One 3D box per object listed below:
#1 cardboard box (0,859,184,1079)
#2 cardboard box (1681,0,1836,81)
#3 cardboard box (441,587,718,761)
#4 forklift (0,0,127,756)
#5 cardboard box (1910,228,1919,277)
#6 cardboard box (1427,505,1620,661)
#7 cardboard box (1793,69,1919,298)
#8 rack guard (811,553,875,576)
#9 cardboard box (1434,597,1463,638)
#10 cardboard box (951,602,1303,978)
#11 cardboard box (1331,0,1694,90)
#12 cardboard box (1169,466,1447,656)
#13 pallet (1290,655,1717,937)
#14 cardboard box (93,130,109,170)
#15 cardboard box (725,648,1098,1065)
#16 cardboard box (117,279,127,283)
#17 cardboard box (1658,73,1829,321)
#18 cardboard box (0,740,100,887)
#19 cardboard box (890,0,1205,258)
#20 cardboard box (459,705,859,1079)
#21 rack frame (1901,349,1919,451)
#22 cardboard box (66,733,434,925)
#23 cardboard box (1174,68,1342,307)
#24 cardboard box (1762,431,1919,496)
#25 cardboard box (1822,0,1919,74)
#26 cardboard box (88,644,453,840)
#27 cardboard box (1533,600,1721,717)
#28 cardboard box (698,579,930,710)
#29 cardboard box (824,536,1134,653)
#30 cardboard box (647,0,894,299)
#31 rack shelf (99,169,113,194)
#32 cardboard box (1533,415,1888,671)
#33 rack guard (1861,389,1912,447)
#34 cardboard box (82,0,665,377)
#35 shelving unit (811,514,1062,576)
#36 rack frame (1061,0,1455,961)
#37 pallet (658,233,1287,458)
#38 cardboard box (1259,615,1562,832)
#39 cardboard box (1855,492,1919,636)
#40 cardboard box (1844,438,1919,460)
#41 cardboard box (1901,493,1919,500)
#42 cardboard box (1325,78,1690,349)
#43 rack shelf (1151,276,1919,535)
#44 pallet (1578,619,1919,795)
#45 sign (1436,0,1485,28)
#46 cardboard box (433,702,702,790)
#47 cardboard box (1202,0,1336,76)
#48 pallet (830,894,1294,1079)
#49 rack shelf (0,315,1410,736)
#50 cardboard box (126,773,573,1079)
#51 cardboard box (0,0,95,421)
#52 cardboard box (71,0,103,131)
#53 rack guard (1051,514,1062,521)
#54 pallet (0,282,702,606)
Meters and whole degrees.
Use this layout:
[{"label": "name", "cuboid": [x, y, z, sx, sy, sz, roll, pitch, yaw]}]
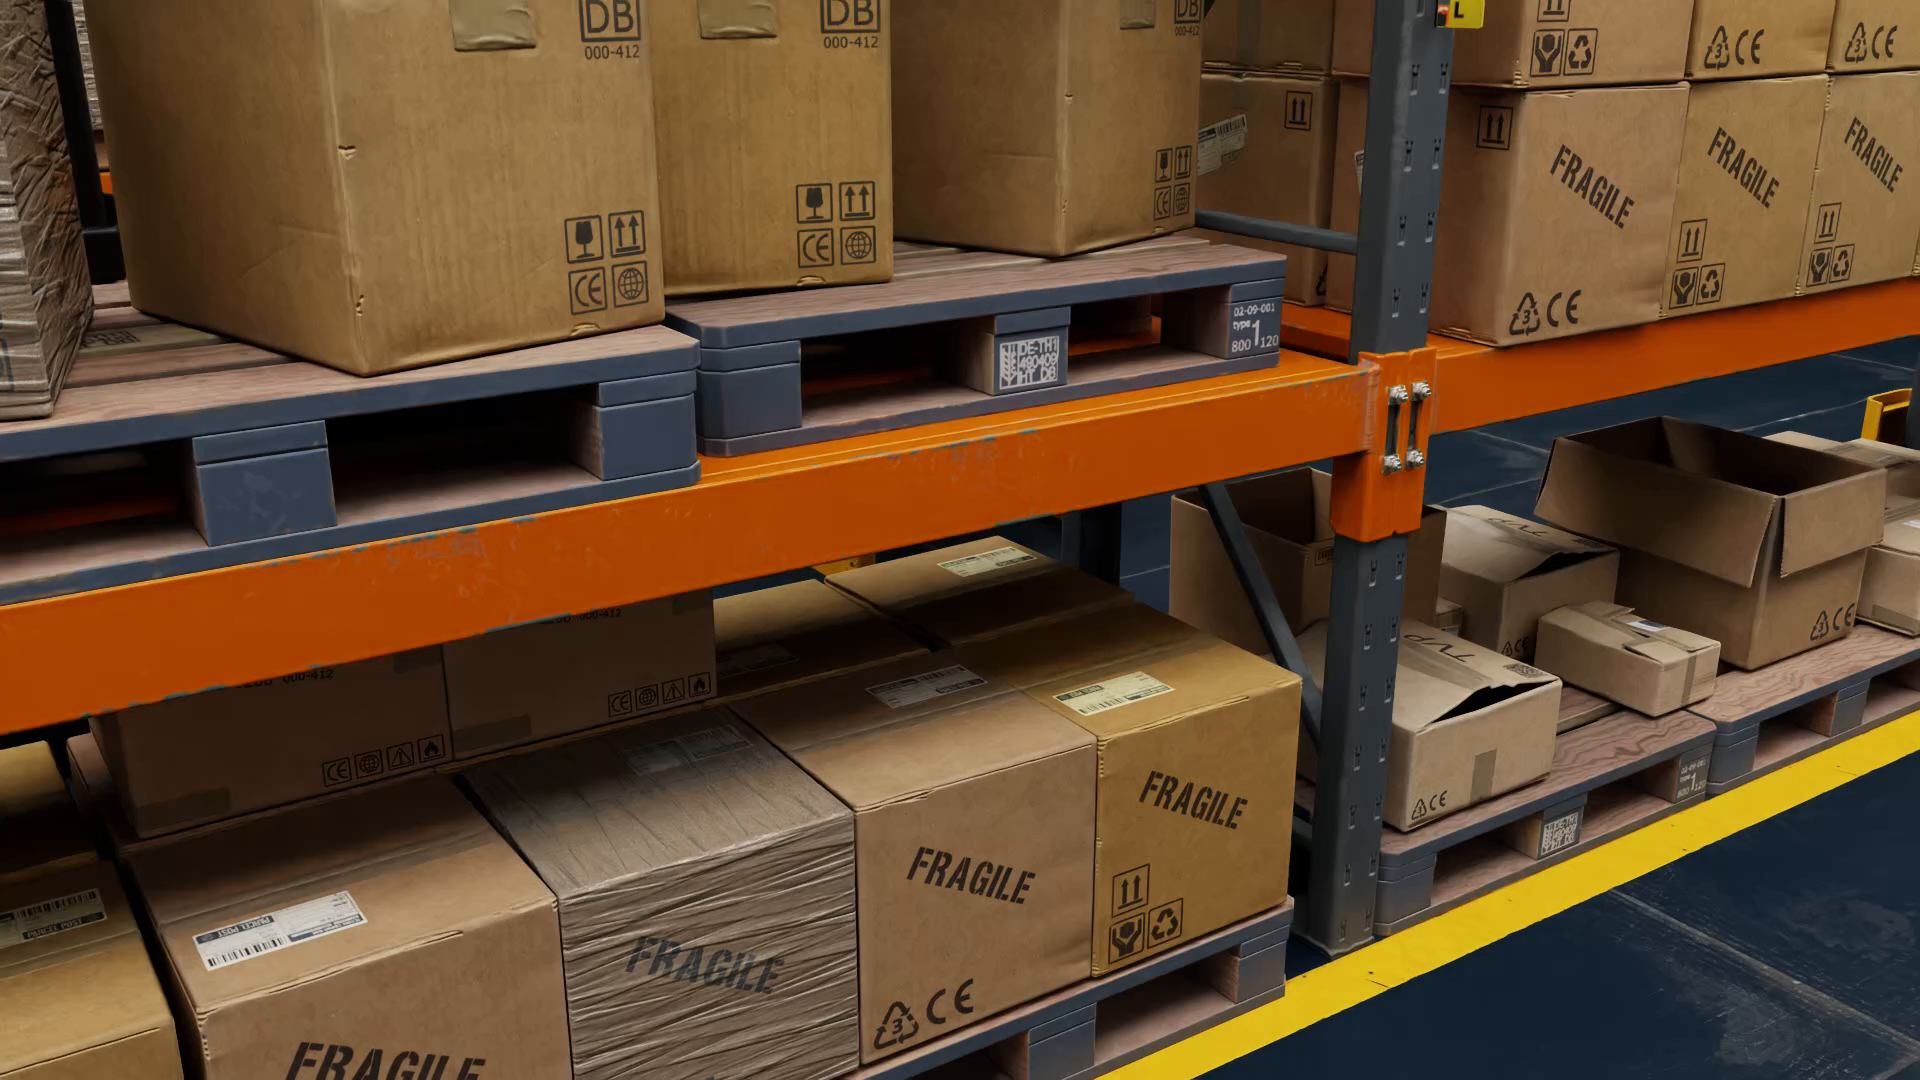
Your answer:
[{"label": "cardboard box", "cuboid": [-1.371, 0.835, 2.309, 0.500, 0.500, 0.500, -12, 22, -32]}, {"label": "cardboard box", "cuboid": [1.555, -1.281, 3.633, 0.500, 0.500, 0.500, -13, 22, -33]}, {"label": "cardboard box", "cuboid": [-0.797, 0.155, 3.147, 0.500, 0.250, 0.500, -12, 22, -31]}, {"label": "forklift", "cuboid": [-2.971, -0.849, 4.181, 3.031, 2.935, 1.130, -11, 21, -29]}, {"label": "cardboard box", "cuboid": [2.421, -0.994, 4.346, 0.500, 0.500, 0.500, -12, 22, -32]}, {"label": "cardboard box", "cuboid": [1.522, 0.096, 4.790, 0.500, 0.311, 0.500, -12, 22, -31]}, {"label": "cardboard box", "cuboid": [1.997, -0.904, 4.079, 0.500, 0.500, 0.500, -12, 22, -32]}, {"label": "rack guard", "cuboid": [-0.480, -0.017, 5.906, 0.087, 0.250, 0.587, -12, 22, -31]}, {"label": "cardboard box", "cuboid": [1.176, 0.222, 4.668, 0.250, 0.149, 0.380, -12, 22, -31]}, {"label": "cardboard box", "cuboid": [0.322, 0.478, 3.363, 0.500, 0.500, 0.500, -12, 22, -32]}, {"label": "cardboard box", "cuboid": [1.124, -1.190, 3.364, 0.500, 0.500, 0.500, -11, 22, -30]}, {"label": "cardboard box", "cuboid": [0.896, 0.138, 4.369, 0.500, 0.500, 0.500, -12, 22, -31]}, {"label": "pallet", "cuboid": [1.150, 0.539, 4.321, 1.213, 0.211, 1.003, -12, 22, -31]}, {"label": "cardboard box", "cuboid": [-3.363, -1.529, 6.444, 0.250, 0.149, 0.380, -13, 22, -33]}, {"label": "cardboard box", "cuboid": [-0.096, 0.563, 3.112, 0.500, 0.500, 0.500, -12, 22, -31]}, {"label": "cardboard box", "cuboid": [-3.363, -0.860, 6.805, 0.750, 0.750, 0.750, -11, 22, -30]}, {"label": "cardboard box", "cuboid": [1.578, -0.817, 3.821, 0.500, 0.500, 0.500, -11, 22, -30]}, {"label": "cardboard box", "cuboid": [-1.680, 0.700, 2.706, 0.500, 0.500, 0.500, -13, 23, -33]}, {"label": "cardboard box", "cuboid": [0.058, -0.884, 3.364, 0.700, 0.500, 0.500, 14, 23, 35]}, {"label": "cardboard box", "cuboid": [-0.515, 0.651, 2.852, 0.500, 0.500, 0.500, -12, 22, -31]}, {"label": "rack frame", "cuboid": [3.917, -1.366, 5.601, 0.127, 3.000, 1.000, -12, 22, -31]}, {"label": "cardboard box", "cuboid": [-1.245, 0.606, 2.984, 0.500, 0.500, 0.500, -13, 23, -33]}, {"label": "cardboard box", "cuboid": [0.853, -0.865, 3.965, 0.500, 0.500, 0.500, -11, 22, -31]}, {"label": "cardboard box", "cuboid": [2.889, -0.164, 5.652, 0.500, 0.250, 0.500, -12, 22, -31]}, {"label": "cardboard box", "cuboid": [1.985, -1.372, 3.901, 0.500, 0.500, 0.500, -13, 22, -33]}, {"label": "cardboard box", "cuboid": [-1.216, 0.244, 2.885, 0.500, 0.250, 0.500, -12, 22, -32]}, {"label": "cardboard box", "cuboid": [1.763, 0.301, 4.407, 0.250, 0.166, 0.380, -12, 22, -31]}, {"label": "cardboard box", "cuboid": [-0.401, 0.431, 3.501, 0.500, 0.500, 0.500, -12, 22, -31]}, {"label": "cardboard box", "cuboid": [0.038, 0.334, 3.788, 0.500, 0.500, 0.500, -13, 23, -34]}, {"label": "cardboard box", "cuboid": [-0.482, -0.746, 2.956, 0.500, 0.500, 0.700, -8, 20, -23]}, {"label": "rack shelf", "cuboid": [-3.822, -1.293, 6.508, 4.000, 0.370, 1.077, -12, 22, -31]}, {"label": "cardboard box", "cuboid": [2.142, -0.019, 4.830, 0.637, 0.503, 0.797, -12, 22, -31]}, {"label": "rack guard", "cuboid": [3.853, -0.168, 5.962, 0.348, 0.500, 1.175, -12, 22, -31]}, {"label": "cardboard box", "cuboid": [-0.865, -0.580, 2.465, 0.700, 0.500, 0.500, 16, 24, 39]}, {"label": "shelving unit", "cuboid": [-0.064, -0.697, 5.965, 1.083, 1.500, 0.587, -12, 22, -31]}, {"label": "rack frame", "cuboid": [0.576, -0.661, 3.517, 0.127, 3.000, 1.000, -12, 22, -31]}, {"label": "pallet", "cuboid": [-0.151, -0.459, 3.218, 1.213, 0.211, 1.003, -12, 22, -31]}, {"label": "cardboard box", "cuboid": [1.046, 0.388, 3.925, 0.500, 0.311, 0.500, -12, 22, -31]}, {"label": "cardboard box", "cuboid": [2.788, 0.049, 5.022, 0.500, 0.250, 0.500, -12, 22, -31]}, {"label": "cardboard box", "cuboid": [3.378, -0.242, 6.041, 0.250, 0.149, 0.380, -12, 22, -31]}, {"label": "cardboard box", "cuboid": [3.211, -0.023, 5.367, 0.250, 0.166, 0.380, -12, 22, -31]}, {"label": "cardboard box", "cuboid": [1.152, -0.726, 3.551, 0.500, 0.500, 0.500, -11, 22, -30]}, {"label": "rack shelf", "cuboid": [2.247, -0.673, 4.675, 4.000, 0.370, 1.077, -12, 22, -31]}, {"label": "pallet", "cuboid": [2.170, 0.323, 4.961, 1.213, 0.211, 1.003, -12, 22, -31]}, {"label": "sign", "cuboid": [0.884, -1.062, 2.895, 0.005, 0.325, 0.100, -12, 22, -31]}, {"label": "cardboard box", "cuboid": [-0.823, 0.517, 3.247, 0.500, 0.500, 0.500, -12, 22, -31]}, {"label": "cardboard box", "cuboid": [0.856, -1.341, 3.810, 0.500, 0.500, 0.500, -12, 22, -31]}, {"label": "pallet", "cuboid": [-0.082, 0.813, 3.510, 1.213, 0.211, 1.003, -12, 22, -31]}, {"label": "rack shelf", "cuboid": [-1.094, 0.032, 2.591, 4.000, 0.370, 1.077, -12, 22, -31]}, {"label": "cardboard box", "cuboid": [-0.938, 0.741, 2.585, 0.500, 0.500, 0.500, -13, 23, -33]}, {"label": "cardboard box", "cuboid": [-1.432, -0.454, 2.093, 0.500, 0.500, 0.700, -8, 20, -21]}, {"label": "cardboard box", "cuboid": [-3.243, -1.856, 6.399, 0.500, 0.500, 0.500, -12, 22, -31]}, {"label": "rack guard", "cuboid": [0.352, -0.193, 6.425, 0.087, 0.250, 0.587, -12, 22, -31]}, {"label": "pallet", "cuboid": [-1.143, -0.210, 2.481, 1.213, 0.211, 1.003, -12, 22, -31]}]
